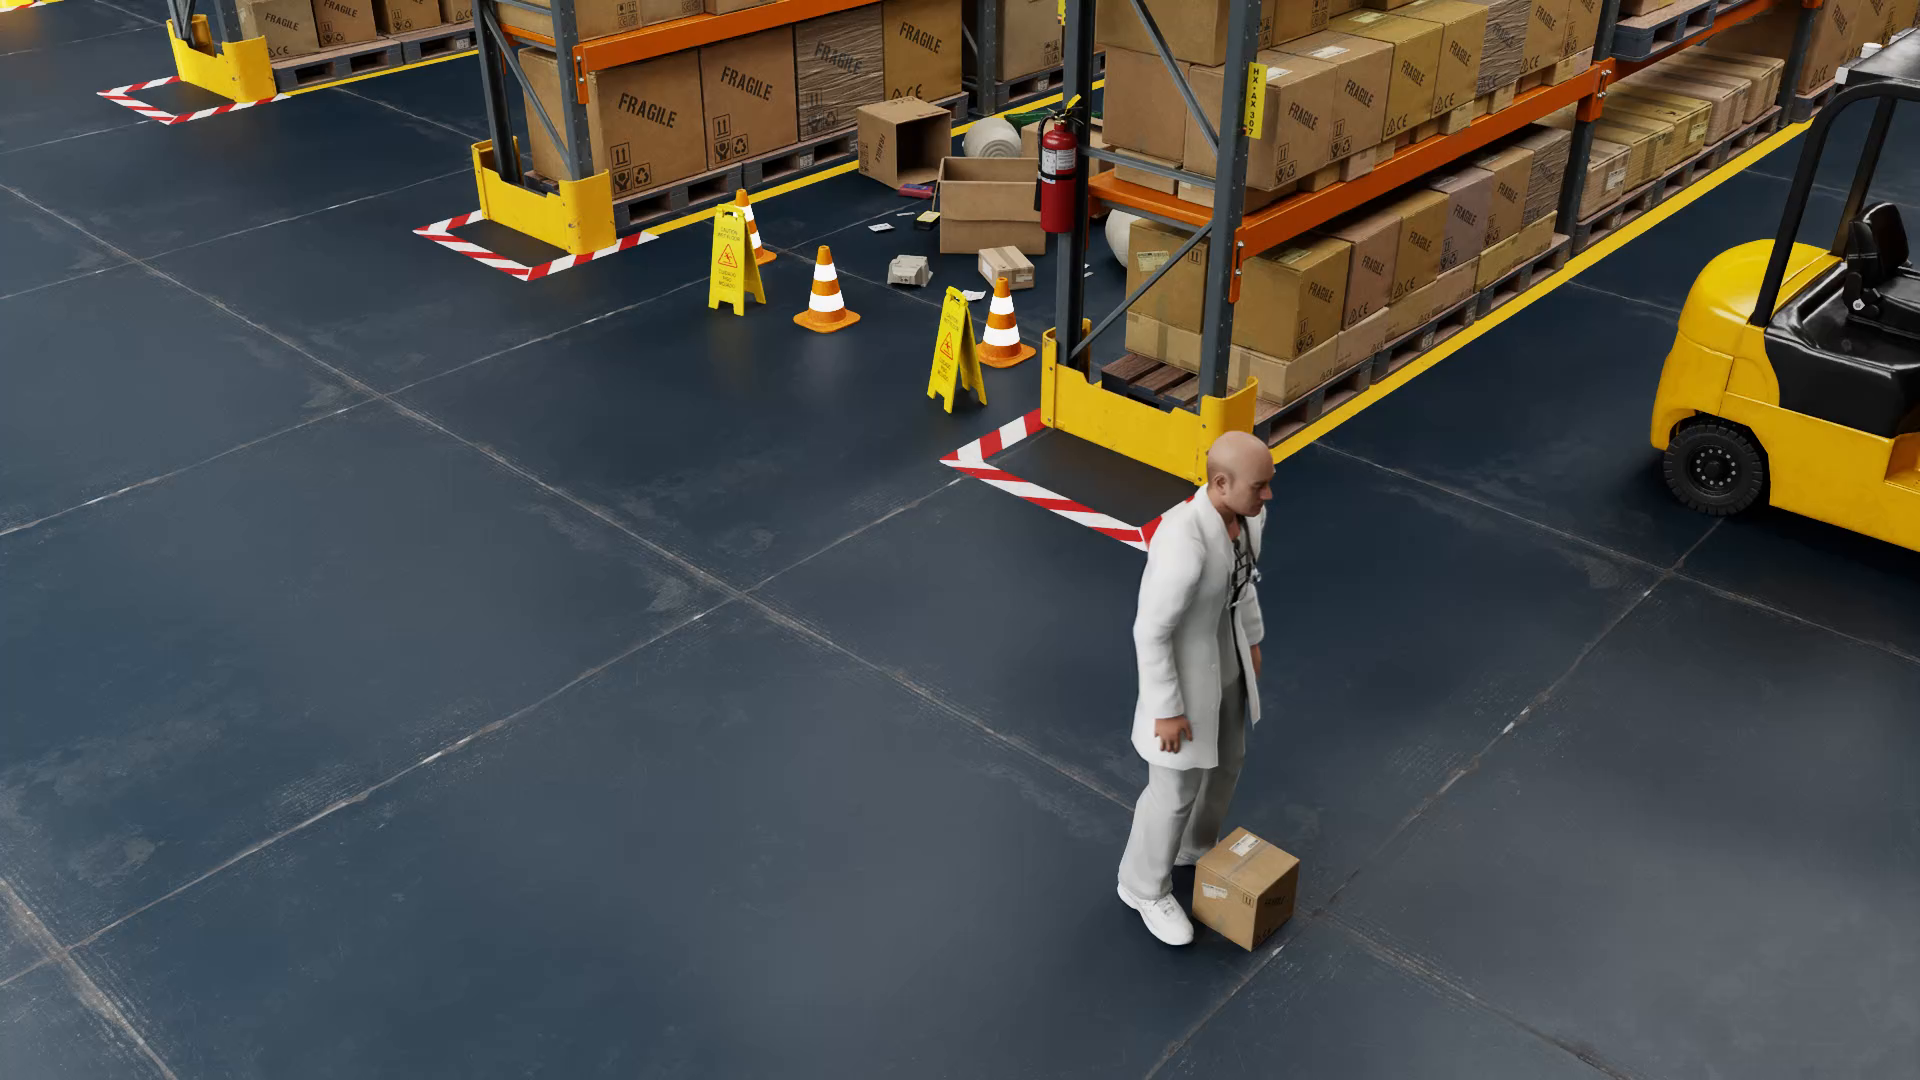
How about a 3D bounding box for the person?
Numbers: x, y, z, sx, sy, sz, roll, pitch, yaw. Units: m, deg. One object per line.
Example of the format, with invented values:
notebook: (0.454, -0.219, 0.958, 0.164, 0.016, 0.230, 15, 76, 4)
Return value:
person: (0.791, 0.441, 5.411, 0.423, 1.774, 0.653, 23, 38, 33)
